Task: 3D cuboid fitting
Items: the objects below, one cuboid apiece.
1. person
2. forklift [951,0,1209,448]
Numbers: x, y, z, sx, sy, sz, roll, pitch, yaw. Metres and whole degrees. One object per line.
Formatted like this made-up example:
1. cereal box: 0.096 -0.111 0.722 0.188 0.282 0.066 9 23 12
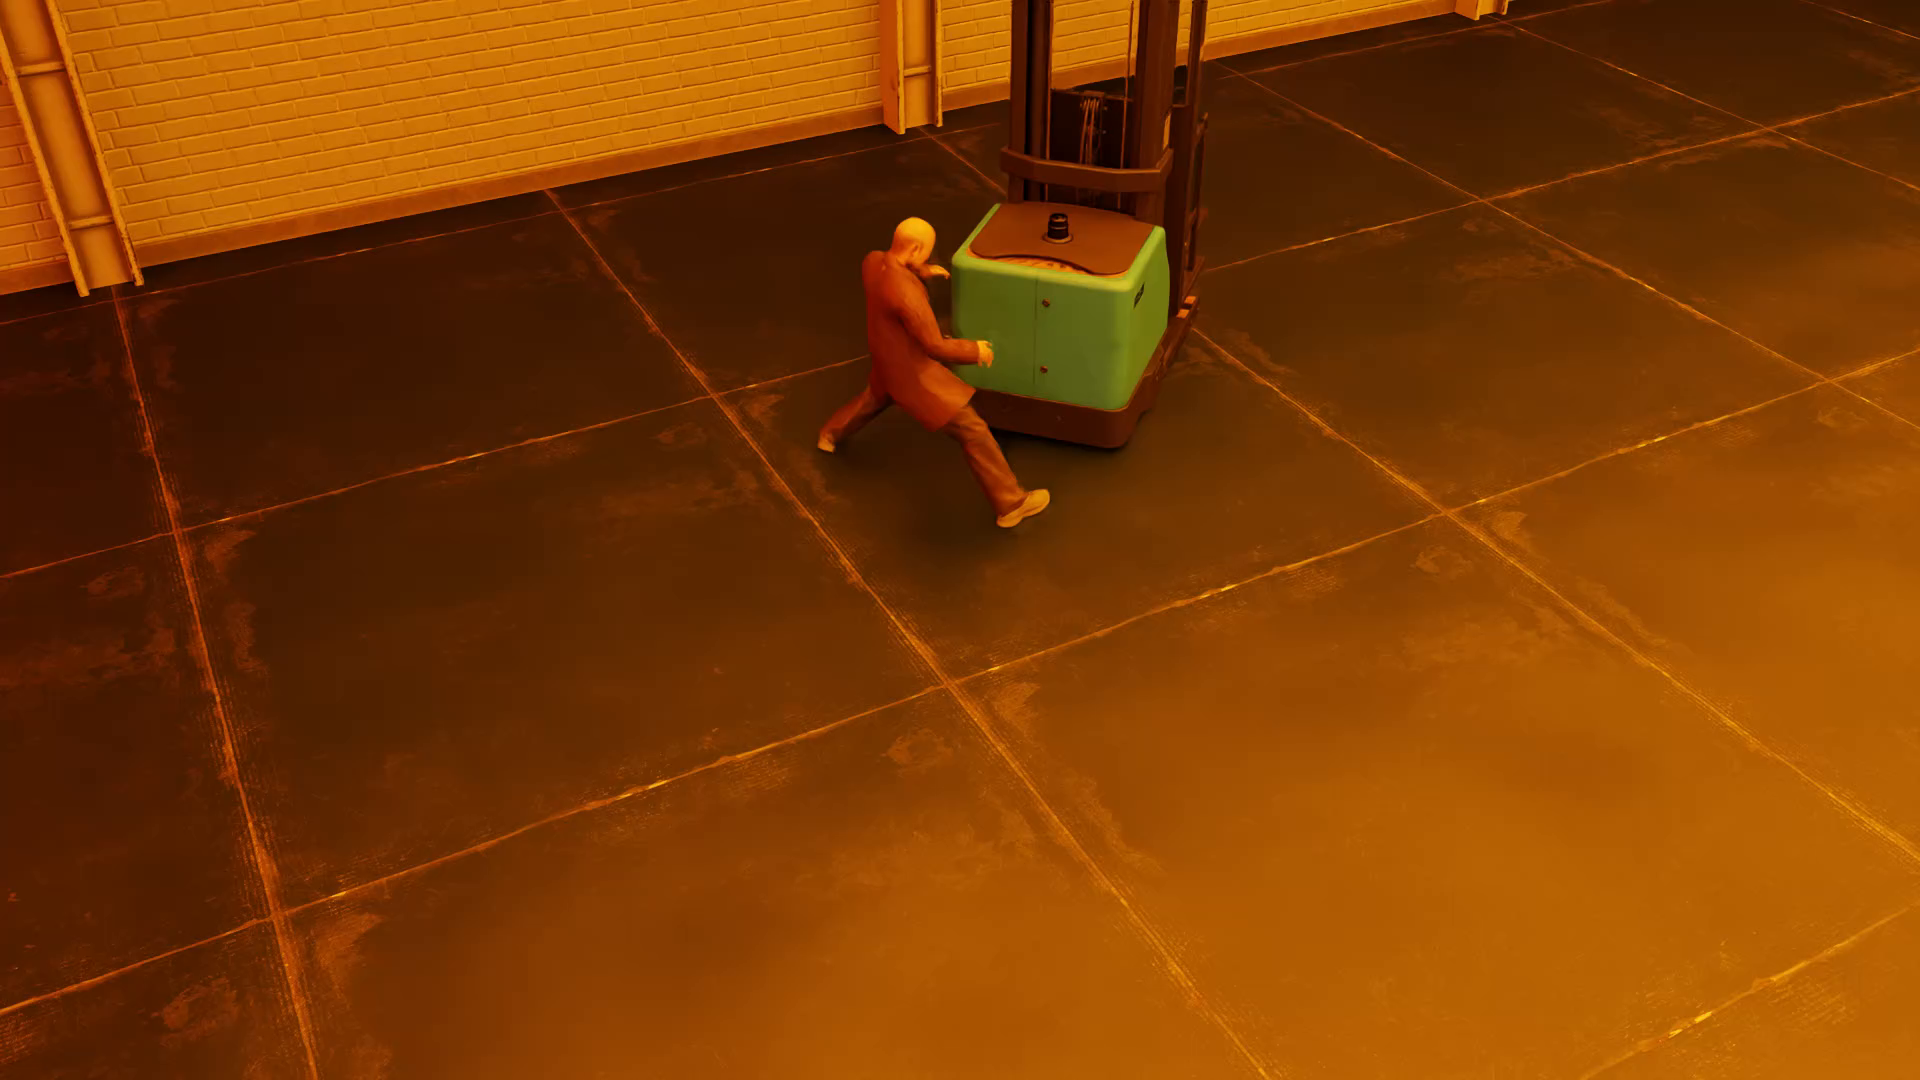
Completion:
1. person: -0.181 -0.992 8.710 0.997 1.572 1.302 -14 38 -19
2. forklift: 0.901 -2.556 9.739 1.130 2.935 3.031 11 37 16
